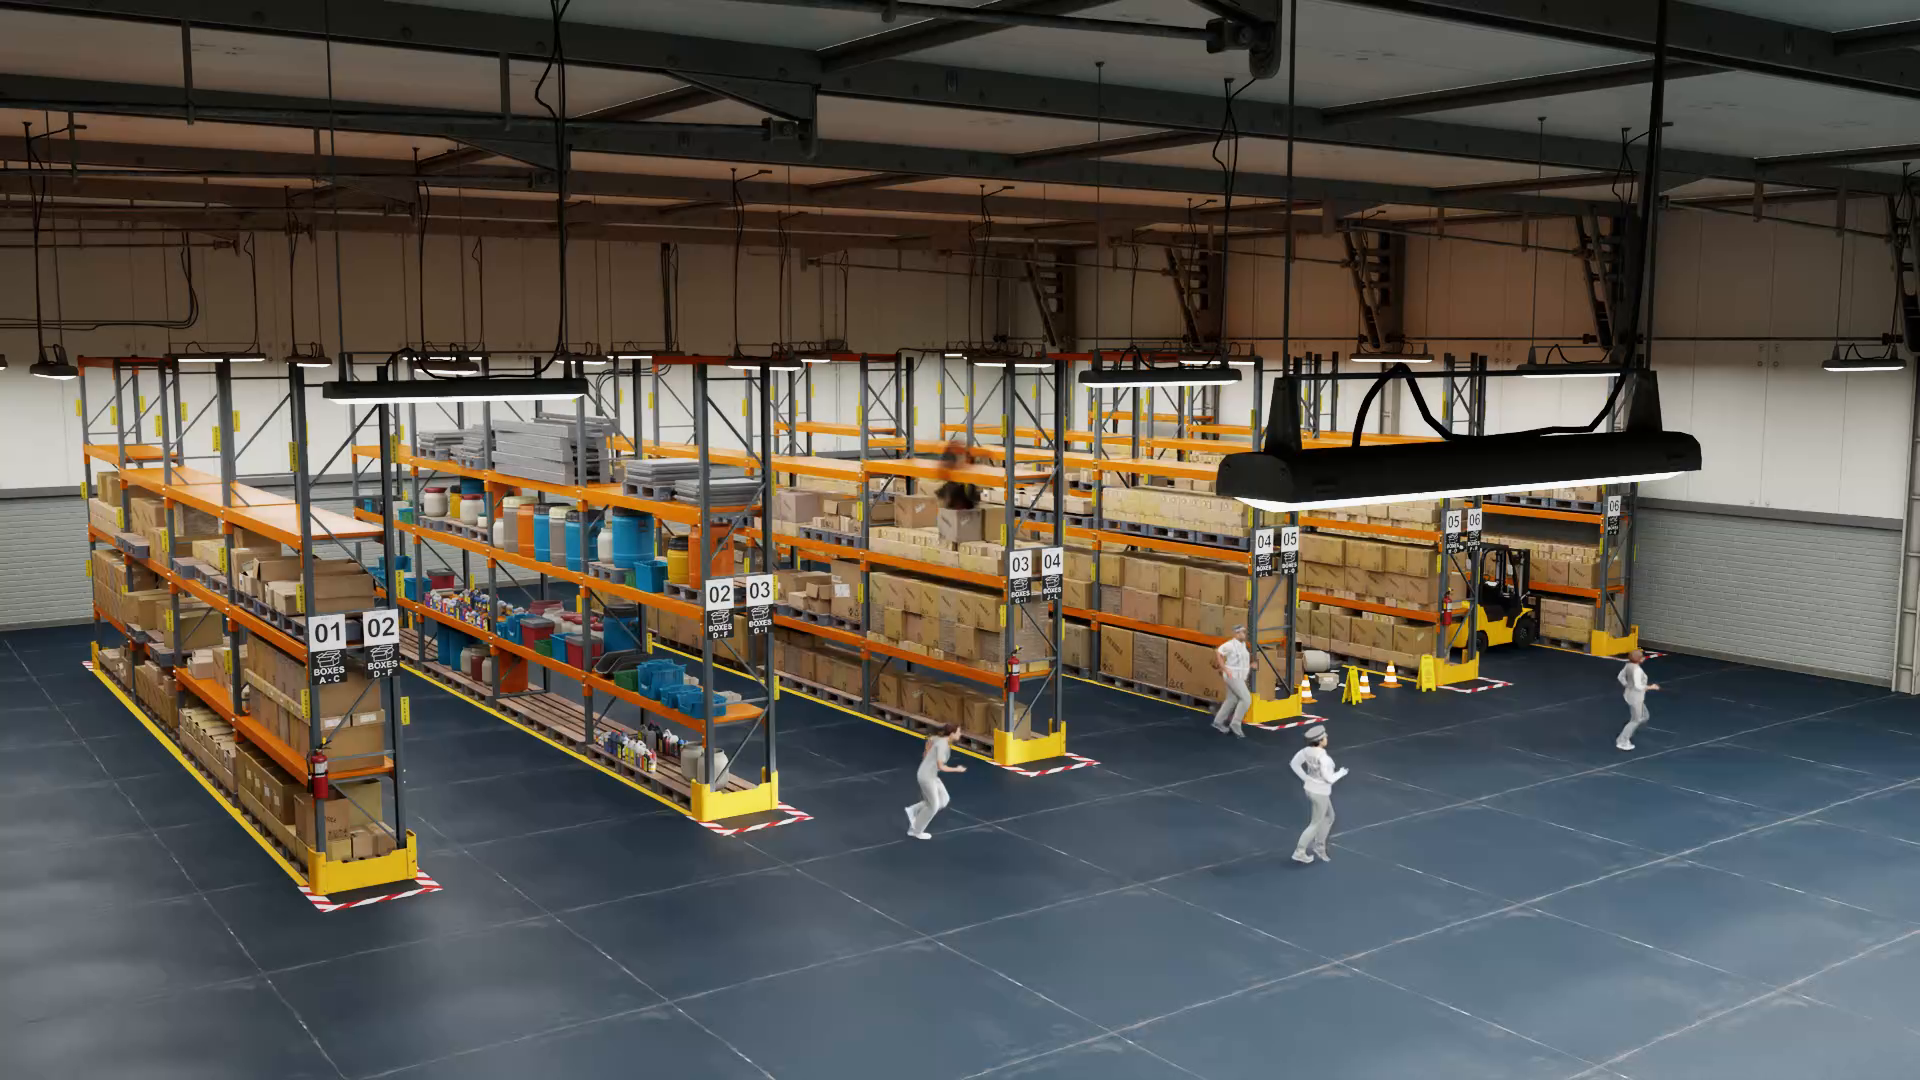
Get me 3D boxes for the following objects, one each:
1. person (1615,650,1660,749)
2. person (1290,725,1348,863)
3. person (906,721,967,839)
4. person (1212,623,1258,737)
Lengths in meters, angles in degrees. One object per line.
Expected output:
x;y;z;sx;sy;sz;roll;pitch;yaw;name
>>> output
10.419;2.450;25.570;0.593;1.561;0.512;1;7;8;person
4.317;3.076;20.009;0.684;1.734;0.592;-1;7;-11;person
-0.301;3.035;21.137;0.781;1.521;0.575;0;7;0;person
4.440;2.234;26.744;0.715;1.803;0.652;3;8;23;person
